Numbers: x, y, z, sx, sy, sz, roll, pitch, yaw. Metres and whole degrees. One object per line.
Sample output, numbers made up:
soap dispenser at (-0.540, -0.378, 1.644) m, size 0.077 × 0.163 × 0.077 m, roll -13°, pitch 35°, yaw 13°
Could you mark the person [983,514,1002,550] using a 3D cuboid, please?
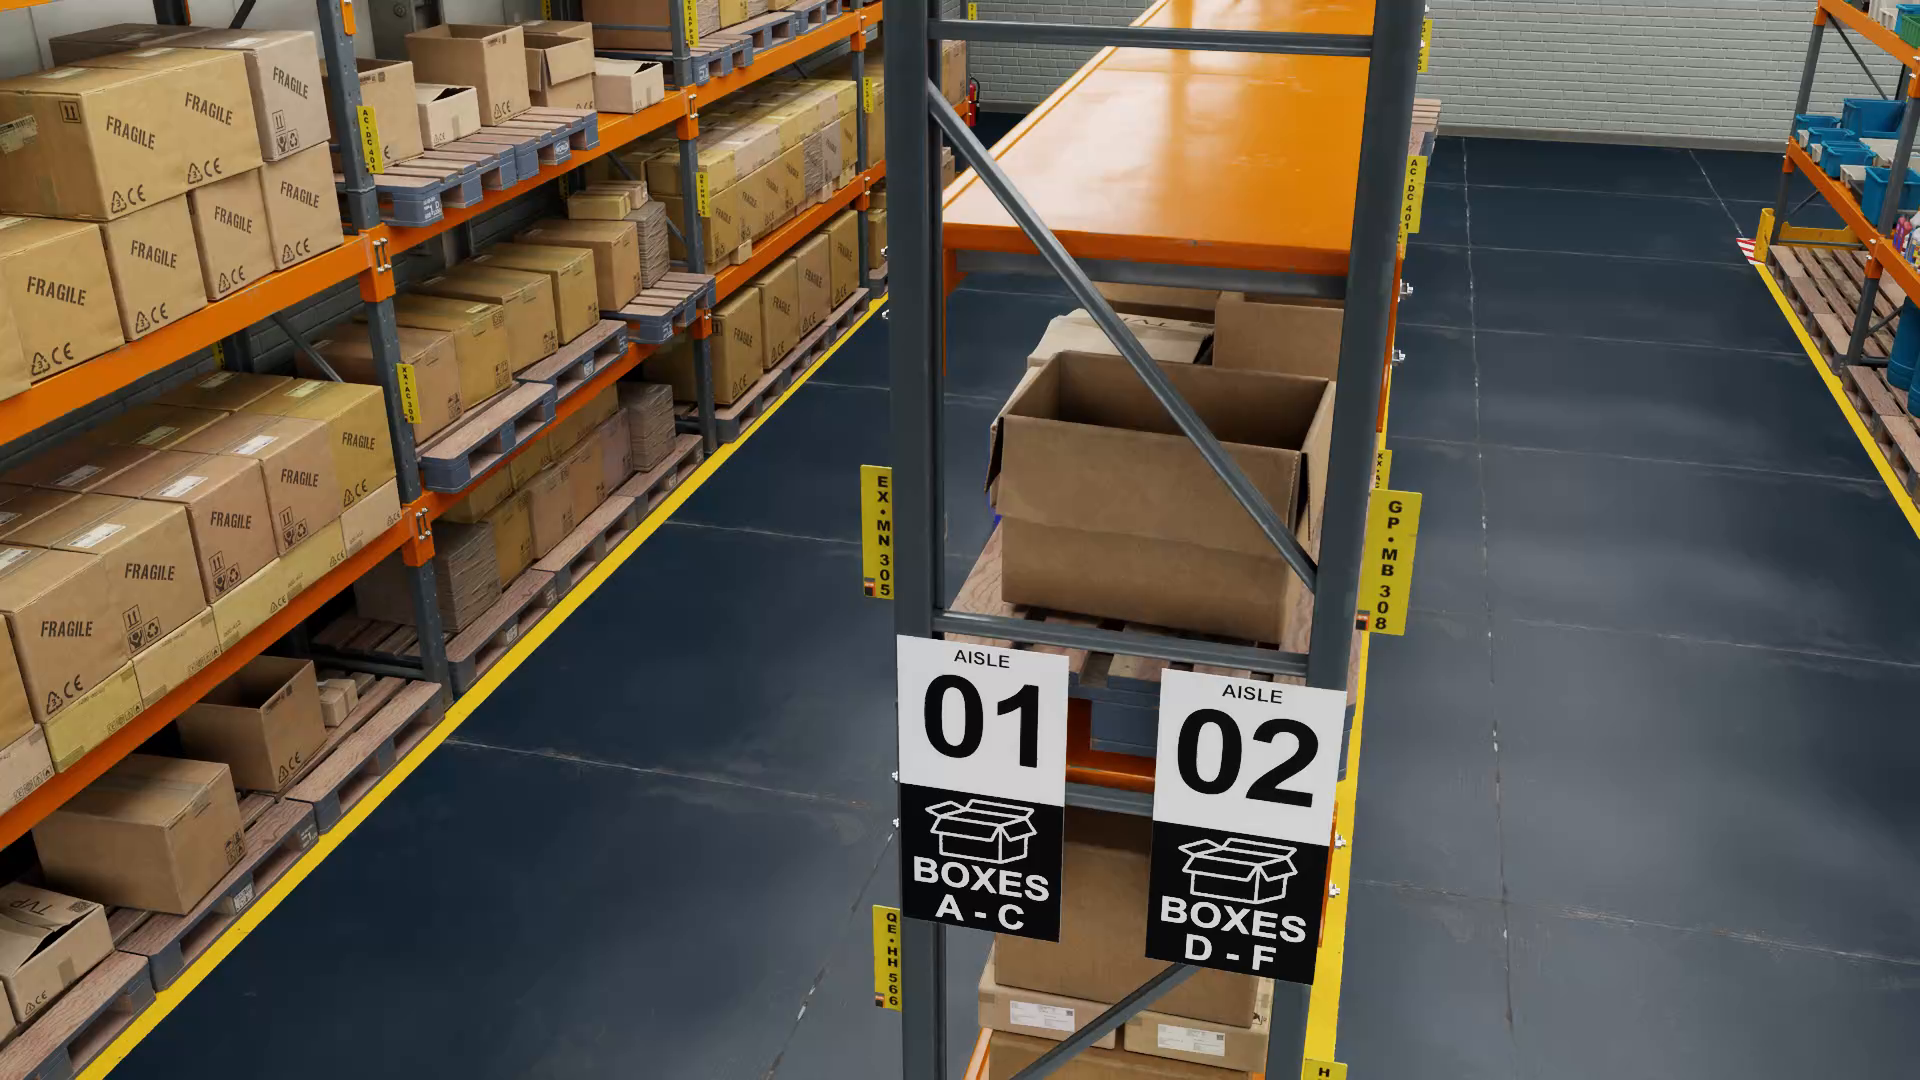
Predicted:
person at (0.388, 0.125, 10.476) m, size 0.458 × 0.793 × 0.871 m, roll 6°, pitch 26°, yaw 12°
